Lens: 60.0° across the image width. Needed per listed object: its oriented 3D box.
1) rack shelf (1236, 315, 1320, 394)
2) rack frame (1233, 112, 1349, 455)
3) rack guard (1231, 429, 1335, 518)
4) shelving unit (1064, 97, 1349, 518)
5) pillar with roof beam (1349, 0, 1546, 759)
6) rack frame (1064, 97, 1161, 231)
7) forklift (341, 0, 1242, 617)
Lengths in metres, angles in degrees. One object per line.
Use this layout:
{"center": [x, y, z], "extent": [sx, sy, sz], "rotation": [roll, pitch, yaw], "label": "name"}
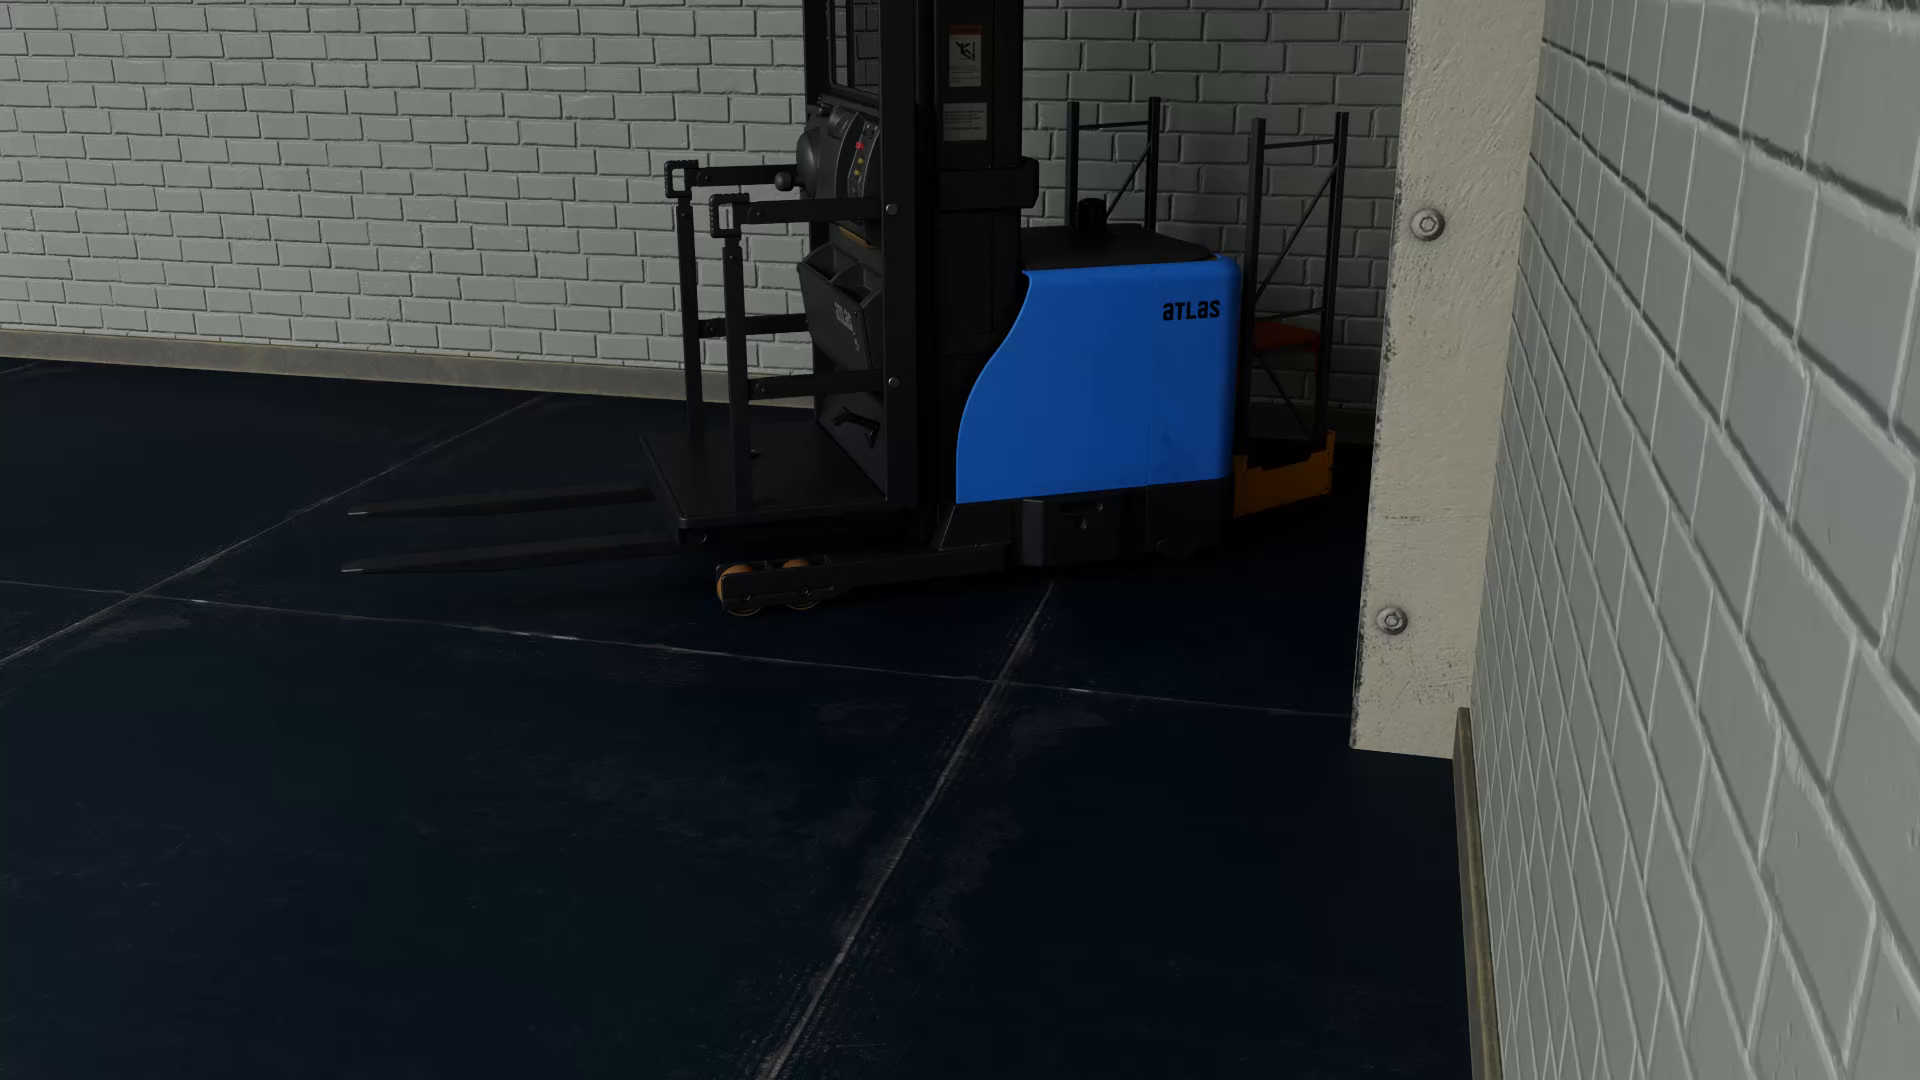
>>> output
{"center": [0.952, -0.820, 6.824], "extent": [0.538, 0.185, 1.000], "rotation": [-14, 23, -35], "label": "rack shelf"}
{"center": [1.261, -0.860, 6.385], "extent": [0.500, 1.500, 0.032], "rotation": [-14, 23, -35], "label": "rack frame"}
{"center": [1.261, -0.269, 6.588], "extent": [0.587, 0.250, 0.087], "rotation": [-14, 23, -35], "label": "rack guard"}
{"center": [0.957, -0.988, 6.760], "extent": [0.587, 1.500, 1.083], "rotation": [-14, 23, -35], "label": "shelving unit"}
{"center": [-2.916, -4.082, 4.217], "extent": [9.100, 9.000, 0.400], "rotation": [5, 19, 13], "label": "pillar with roof beam"}
{"center": [0.642, -1.121, 7.148], "extent": [0.500, 1.500, 0.032], "rotation": [-14, 23, -35], "label": "rack frame"}
{"center": [-0.594, -1.327, 5.538], "extent": [3.031, 2.935, 1.130], "rotation": [-6, 20, -16], "label": "forklift"}
